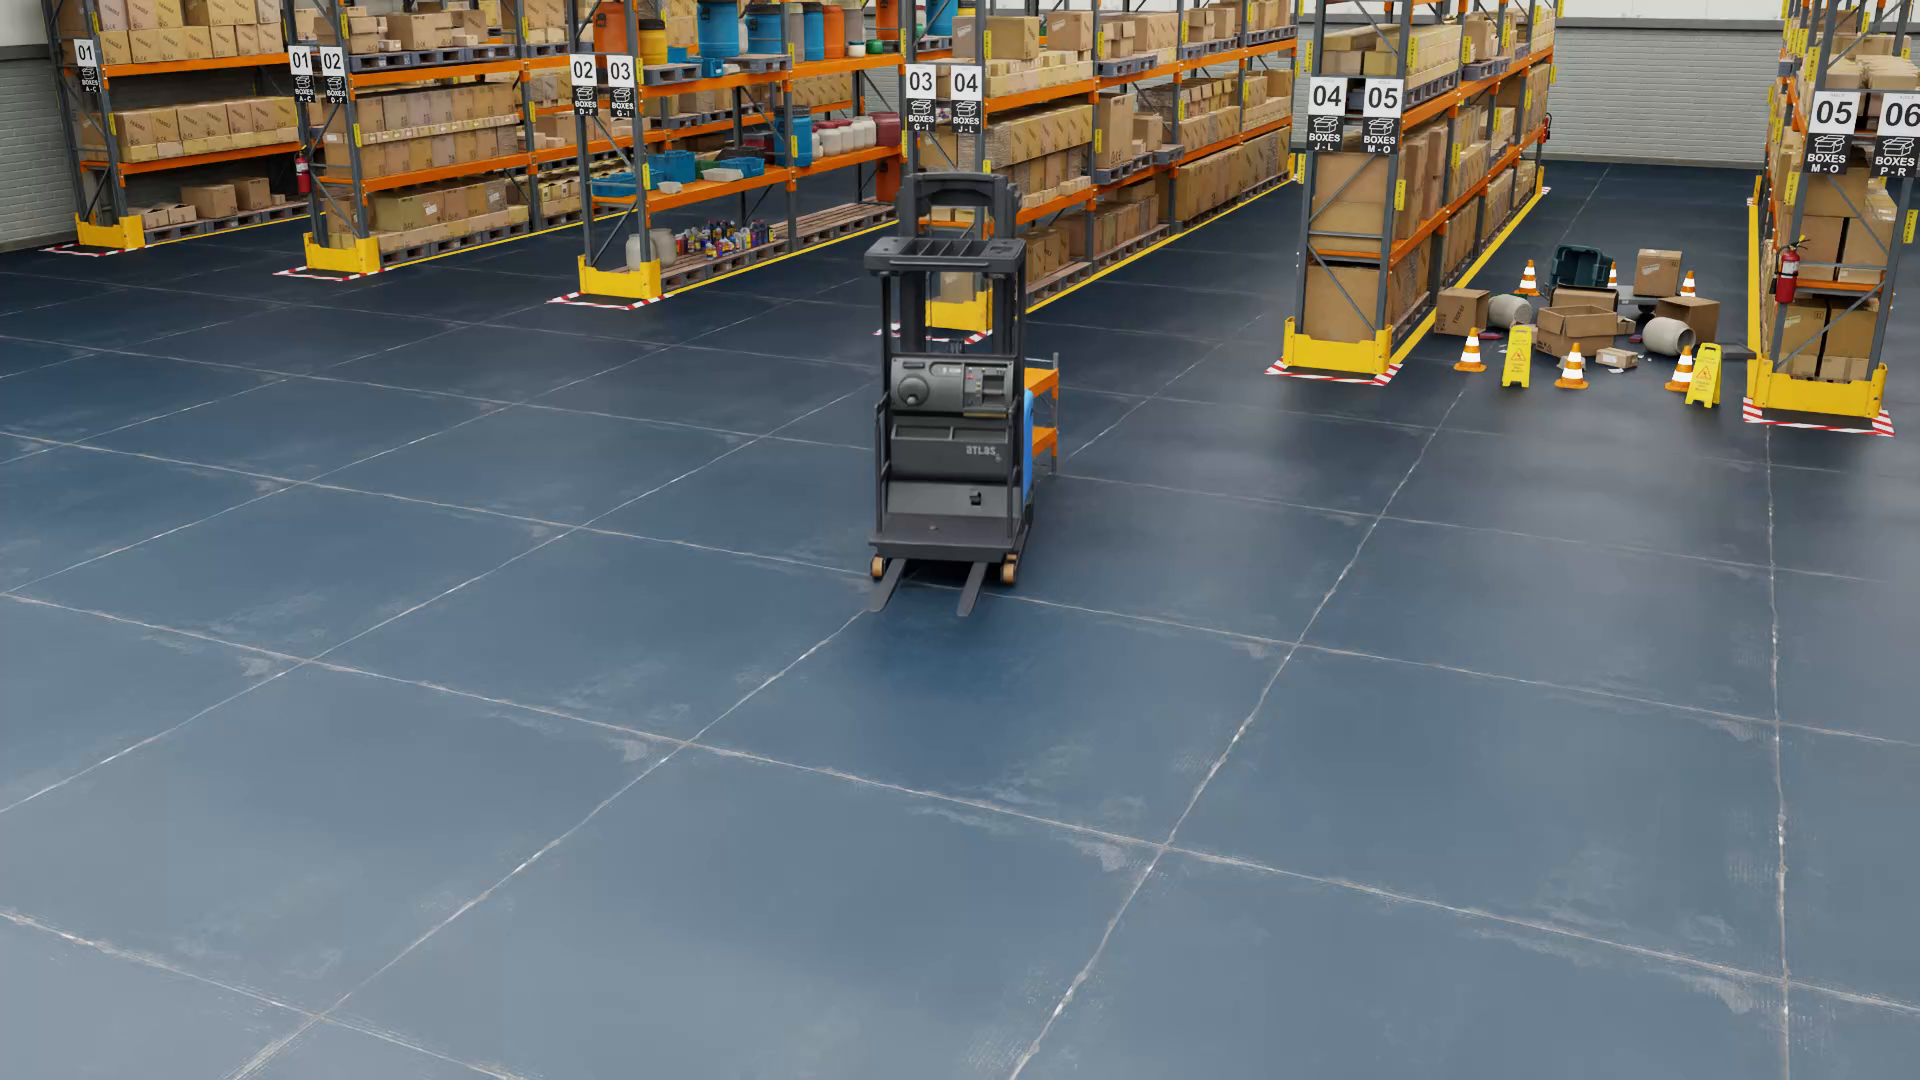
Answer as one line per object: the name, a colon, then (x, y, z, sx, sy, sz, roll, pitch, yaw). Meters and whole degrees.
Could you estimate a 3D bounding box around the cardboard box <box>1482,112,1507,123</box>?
cardboard box: (8.810, -6.972, 27.456, 0.380, 0.149, 0.250, 8, 21, 21)

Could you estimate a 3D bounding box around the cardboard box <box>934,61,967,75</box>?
cardboard box: (-0.131, -5.842, 20.571, 0.380, 0.149, 0.250, 8, 21, 21)

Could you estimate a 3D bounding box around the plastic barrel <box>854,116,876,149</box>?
plastic barrel: (-1.643, -6.954, 28.380, 0.421, 0.512, 0.421, 0, 20, 0)

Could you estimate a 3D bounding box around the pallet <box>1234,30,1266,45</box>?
pallet: (5.085, -9.409, 31.105, 1.003, 0.211, 1.213, 9, 21, 23)

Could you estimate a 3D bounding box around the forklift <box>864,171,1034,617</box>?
forklift: (-0.085, -1.169, 12.380, 1.130, 2.935, 3.031, 3, 20, 7)

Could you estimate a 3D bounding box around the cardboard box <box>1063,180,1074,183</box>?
cardboard box: (1.376, -4.975, 23.357, 0.380, 0.149, 0.250, 9, 21, 23)

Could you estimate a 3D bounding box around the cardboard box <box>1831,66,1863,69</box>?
cardboard box: (9.223, -4.874, 17.404, 0.380, 0.149, 0.250, 9, 21, 23)

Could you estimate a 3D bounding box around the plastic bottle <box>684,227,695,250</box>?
plastic bottle: (-4.091, -4.548, 25.076, 0.144, 0.351, 0.185, 10, 22, 25)

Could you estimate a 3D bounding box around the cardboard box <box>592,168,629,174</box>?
cardboard box: (-6.340, -6.585, 30.149, 0.500, 0.311, 0.500, 8, 21, 22)

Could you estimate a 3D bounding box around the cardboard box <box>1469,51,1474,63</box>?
cardboard box: (6.759, -6.564, 22.573, 0.380, 0.149, 0.250, 9, 21, 23)

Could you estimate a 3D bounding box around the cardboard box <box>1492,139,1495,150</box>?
cardboard box: (8.283, -6.290, 26.428, 0.380, 0.149, 0.250, 10, 22, 25)

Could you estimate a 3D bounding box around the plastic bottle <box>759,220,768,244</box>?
plastic bottle: (-3.055, -4.746, 25.633, 0.144, 0.351, 0.185, 8, 21, 21)

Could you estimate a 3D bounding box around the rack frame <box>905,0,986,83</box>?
rack frame: (-0.173, -6.947, 19.573, 1.000, 3.000, 0.127, 9, 21, 23)

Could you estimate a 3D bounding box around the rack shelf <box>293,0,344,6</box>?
rack shelf: (-8.391, -8.391, 25.305, 1.077, 0.370, 4.000, 9, 21, 23)

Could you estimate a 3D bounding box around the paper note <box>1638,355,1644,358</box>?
paper note: (7.923, -2.157, 19.507, 0.148, 0.019, 0.142, 18, 26, 41)

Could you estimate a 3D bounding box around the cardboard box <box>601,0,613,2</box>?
cardboard box: (-8.064, -12.106, 36.885, 0.500, 0.500, 0.500, 8, 21, 22)

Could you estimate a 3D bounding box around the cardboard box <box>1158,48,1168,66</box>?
cardboard box: (2.941, -7.576, 26.042, 0.500, 0.250, 0.500, 8, 21, 23)

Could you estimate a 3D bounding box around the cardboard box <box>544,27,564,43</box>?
cardboard box: (-7.088, -8.599, 28.293, 0.500, 0.250, 0.500, 6, 21, 17)

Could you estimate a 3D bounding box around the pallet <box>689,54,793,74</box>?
pallet: (-3.260, -7.113, 24.799, 1.213, 0.211, 1.003, 9, 21, 23)

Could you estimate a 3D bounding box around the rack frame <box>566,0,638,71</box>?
rack frame: (-4.692, -7.627, 21.484, 1.000, 3.000, 0.127, 9, 21, 23)

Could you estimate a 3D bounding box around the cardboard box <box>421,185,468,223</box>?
cardboard box: (-8.170, -5.328, 26.332, 0.500, 0.500, 0.500, 9, 21, 23)

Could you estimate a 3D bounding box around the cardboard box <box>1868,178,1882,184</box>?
cardboard box: (10.550, -4.001, 19.648, 0.500, 0.500, 0.500, 8, 21, 21)

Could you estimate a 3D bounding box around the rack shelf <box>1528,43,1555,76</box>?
rack shelf: (10.043, -8.763, 30.230, 1.077, 0.370, 4.000, 9, 21, 23)

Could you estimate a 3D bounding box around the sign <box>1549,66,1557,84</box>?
sign: (11.360, -8.912, 31.853, 0.100, 0.325, 0.005, 9, 21, 23)

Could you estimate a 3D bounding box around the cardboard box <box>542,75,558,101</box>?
cardboard box: (-8.975, -9.691, 35.620, 0.500, 0.500, 0.500, 9, 21, 23)

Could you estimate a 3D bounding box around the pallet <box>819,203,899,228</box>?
pallet: (-1.769, -5.700, 29.182, 1.003, 0.211, 1.213, 9, 21, 23)

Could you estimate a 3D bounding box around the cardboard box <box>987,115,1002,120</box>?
cardboard box: (0.233, -5.287, 21.773, 0.500, 0.500, 0.500, 9, 21, 23)

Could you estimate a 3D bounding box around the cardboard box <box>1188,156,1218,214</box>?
cardboard box: (3.776, -6.242, 29.089, 1.225, 0.875, 0.875, 9, 21, 23)

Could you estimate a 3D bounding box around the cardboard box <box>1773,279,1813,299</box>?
cardboard box: (9.047, -2.724, 18.041, 0.380, 0.149, 0.250, 9, 22, 24)

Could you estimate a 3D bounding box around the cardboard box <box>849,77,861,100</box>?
cardboard box: (-2.593, -10.245, 37.650, 0.500, 0.500, 0.500, 9, 22, 24)

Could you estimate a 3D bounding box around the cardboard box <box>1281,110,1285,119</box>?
cardboard box: (6.324, -8.582, 33.500, 0.380, 0.149, 0.250, 9, 21, 23)

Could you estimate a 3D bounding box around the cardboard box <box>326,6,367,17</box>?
cardboard box: (-11.291, -9.574, 30.659, 0.500, 0.500, 0.500, 8, 21, 21)

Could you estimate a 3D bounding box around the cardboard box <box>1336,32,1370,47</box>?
cardboard box: (4.452, -5.708, 18.974, 0.380, 0.149, 0.250, 9, 21, 24)

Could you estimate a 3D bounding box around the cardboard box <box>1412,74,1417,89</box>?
cardboard box: (4.847, -5.088, 18.420, 0.380, 0.149, 0.250, 9, 21, 23)

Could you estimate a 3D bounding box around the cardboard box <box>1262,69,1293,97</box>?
cardboard box: (6.419, -9.249, 33.661, 0.500, 0.500, 0.500, 9, 21, 23)

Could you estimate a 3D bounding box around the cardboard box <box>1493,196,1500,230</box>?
cardboard box: (8.517, -5.368, 27.189, 0.500, 0.500, 0.500, 8, 21, 21)

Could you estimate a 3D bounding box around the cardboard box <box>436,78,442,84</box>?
cardboard box: (-10.505, -9.329, 33.482, 0.500, 0.250, 0.500, 9, 22, 24)

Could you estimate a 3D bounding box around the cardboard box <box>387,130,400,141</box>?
cardboard box: (-8.643, -6.081, 24.974, 0.380, 0.149, 0.250, 9, 21, 23)

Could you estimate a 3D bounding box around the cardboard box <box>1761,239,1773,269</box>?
cardboard box: (11.903, -3.995, 23.519, 0.950, 0.372, 0.625, 7, 21, 19)

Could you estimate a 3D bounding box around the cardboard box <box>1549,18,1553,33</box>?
cardboard box: (10.697, -9.546, 30.835, 0.500, 0.250, 0.500, 8, 21, 21)

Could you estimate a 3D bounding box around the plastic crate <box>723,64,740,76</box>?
plastic crate: (-3.343, -6.766, 23.933, 0.243, 0.136, 0.396, 9, 21, 23)

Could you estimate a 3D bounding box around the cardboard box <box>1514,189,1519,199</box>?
cardboard box: (9.665, -6.139, 29.438, 0.380, 0.149, 0.250, 10, 22, 25)

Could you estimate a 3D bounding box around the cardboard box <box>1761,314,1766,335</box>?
cardboard box: (9.809, -2.578, 19.717, 0.500, 0.250, 0.500, 10, 22, 26)

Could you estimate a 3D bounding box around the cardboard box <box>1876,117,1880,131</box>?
cardboard box: (9.300, -4.112, 16.454, 0.380, 0.149, 0.250, 9, 21, 23)

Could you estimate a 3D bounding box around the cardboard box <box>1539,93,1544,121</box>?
cardboard box: (10.697, -8.158, 31.338, 0.500, 0.500, 0.500, 8, 21, 22)

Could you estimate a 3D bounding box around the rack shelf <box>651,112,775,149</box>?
rack shelf: (-5.115, -8.199, 33.120, 1.077, 0.370, 4.000, 9, 21, 23)

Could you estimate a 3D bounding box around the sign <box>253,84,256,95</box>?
sign: (-12.600, -8.003, 29.767, 0.100, 0.325, 0.005, 9, 21, 23)

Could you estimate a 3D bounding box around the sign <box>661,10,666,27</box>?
sign: (-5.431, -9.542, 30.456, 0.100, 0.325, 0.005, 9, 21, 23)

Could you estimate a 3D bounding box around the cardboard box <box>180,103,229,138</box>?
cardboard box: (-12.631, -7.022, 27.813, 0.500, 0.500, 0.500, 9, 22, 24)

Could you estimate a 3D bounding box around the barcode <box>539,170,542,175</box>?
barcode: (-7.087, -6.206, 28.085, 0.001, 0.075, 0.075, 9, 21, 23)

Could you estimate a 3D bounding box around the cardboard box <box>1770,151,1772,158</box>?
cardboard box: (12.926, -5.947, 25.939, 0.500, 0.250, 0.500, 8, 21, 22)

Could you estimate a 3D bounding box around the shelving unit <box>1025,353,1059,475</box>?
shelving unit: (0.443, -1.006, 14.620, 0.538, 1.125, 1.048, 8, 21, 22)

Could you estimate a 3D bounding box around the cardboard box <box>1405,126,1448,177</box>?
cardboard box: (5.647, -4.919, 20.988, 0.875, 0.550, 0.550, 9, 21, 23)

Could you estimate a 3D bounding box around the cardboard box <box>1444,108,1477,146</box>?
cardboard box: (7.187, -6.082, 24.453, 0.700, 0.500, 0.500, 8, 21, 22)
